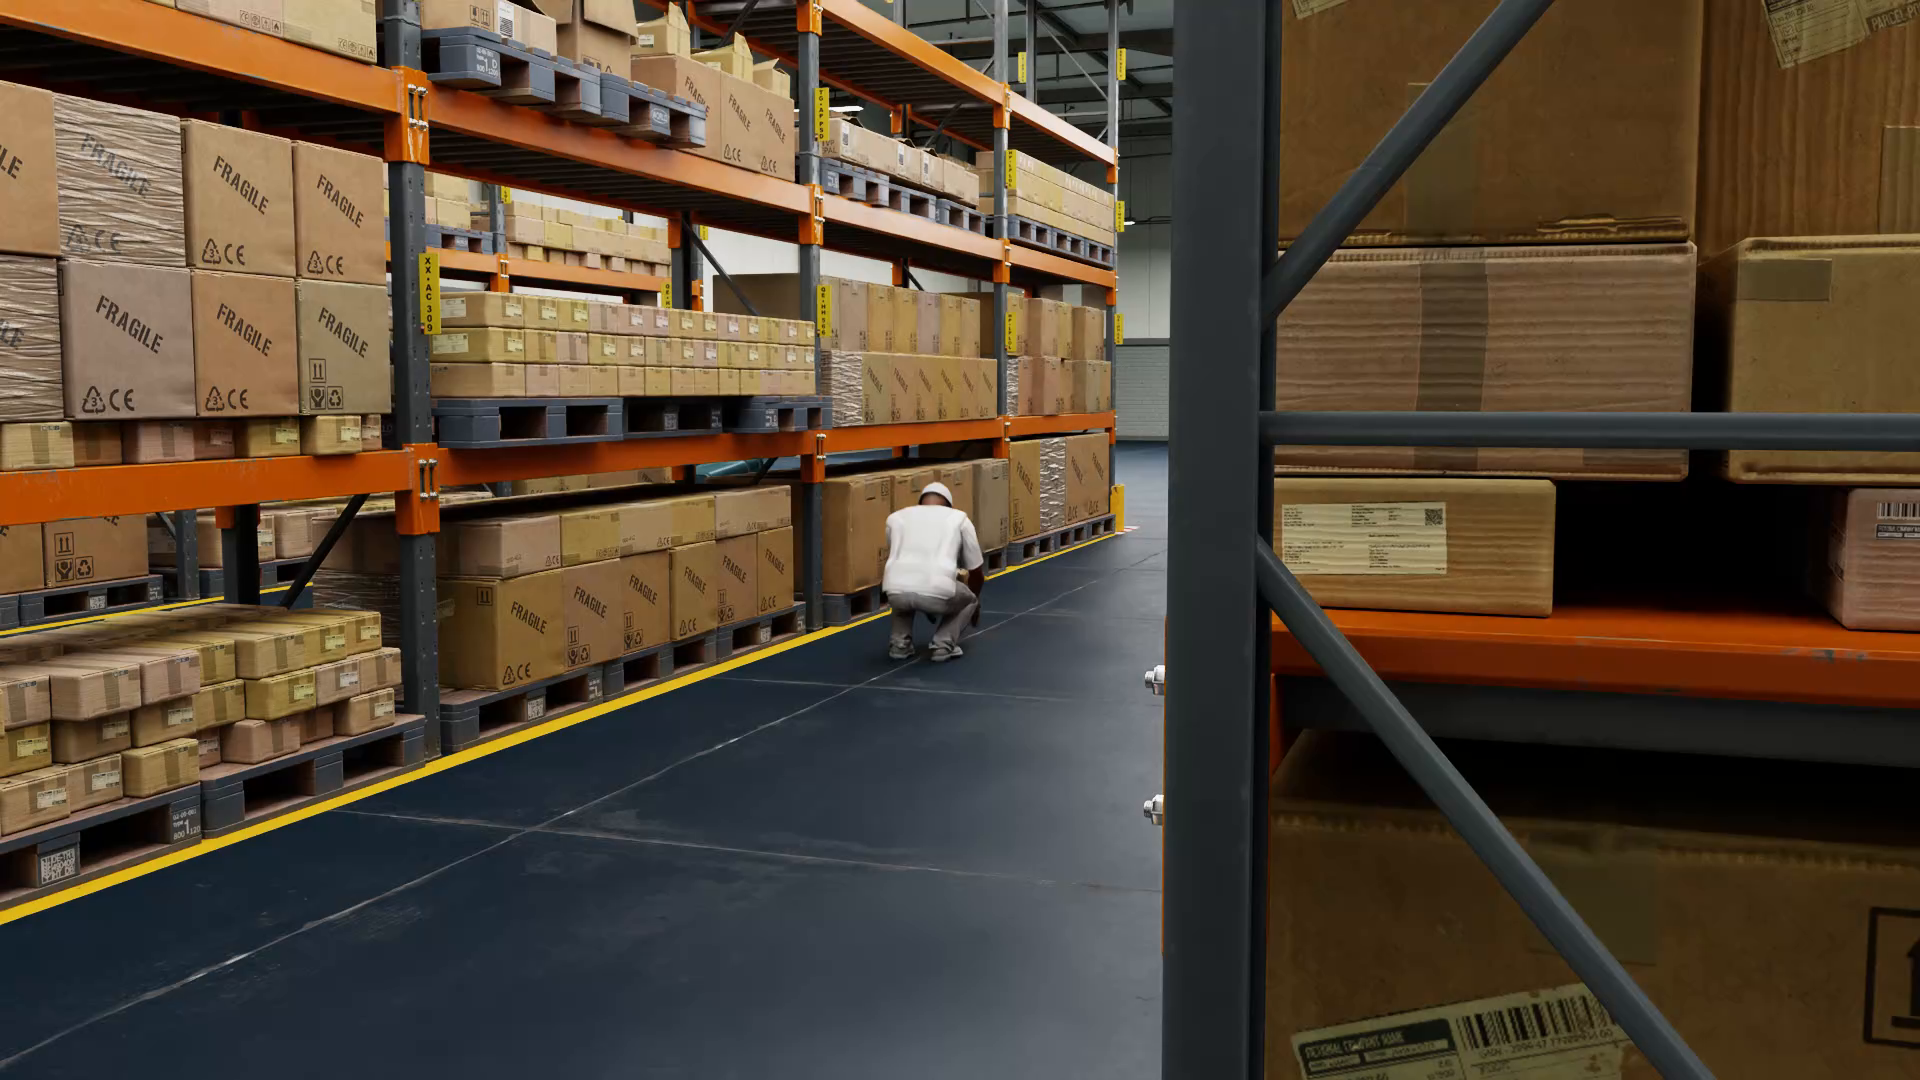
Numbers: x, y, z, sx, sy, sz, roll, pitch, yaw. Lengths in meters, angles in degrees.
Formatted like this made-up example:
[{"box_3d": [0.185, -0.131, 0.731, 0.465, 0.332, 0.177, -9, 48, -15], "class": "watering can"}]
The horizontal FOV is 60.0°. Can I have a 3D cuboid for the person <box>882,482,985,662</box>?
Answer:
[{"box_3d": [-0.178, 0.176, 9.737, 0.578, 1.001, 0.889, 2, 5, 17], "class": "person"}]
